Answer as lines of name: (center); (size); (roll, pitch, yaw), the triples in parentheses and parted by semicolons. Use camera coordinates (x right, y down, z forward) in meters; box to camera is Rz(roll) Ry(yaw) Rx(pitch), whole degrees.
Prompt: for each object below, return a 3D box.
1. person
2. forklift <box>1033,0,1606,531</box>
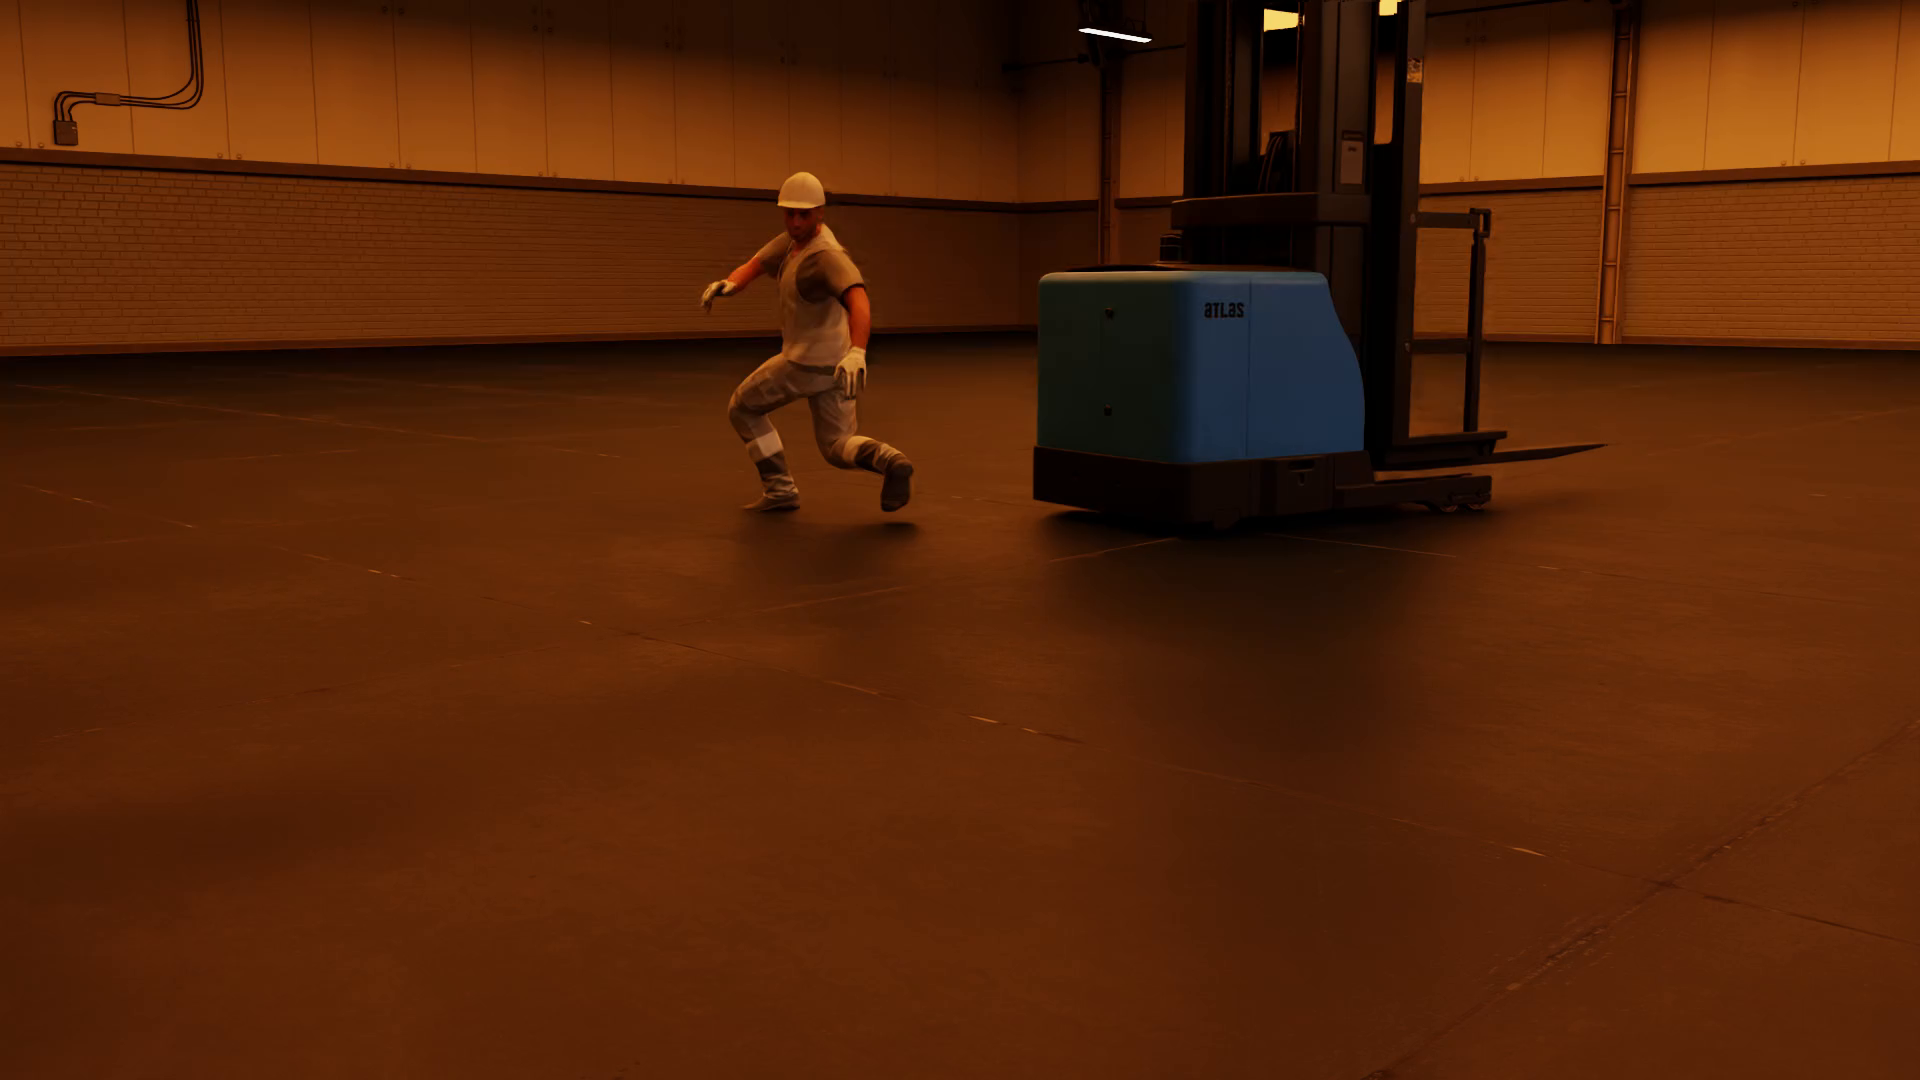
person: (-0.643, -0.833, 7.322); (0.952, 1.541, 0.686); (3, 9, 19)
forklift: (1.837, -1.629, 7.694); (3.031, 2.935, 1.130); (-6, 10, -34)
